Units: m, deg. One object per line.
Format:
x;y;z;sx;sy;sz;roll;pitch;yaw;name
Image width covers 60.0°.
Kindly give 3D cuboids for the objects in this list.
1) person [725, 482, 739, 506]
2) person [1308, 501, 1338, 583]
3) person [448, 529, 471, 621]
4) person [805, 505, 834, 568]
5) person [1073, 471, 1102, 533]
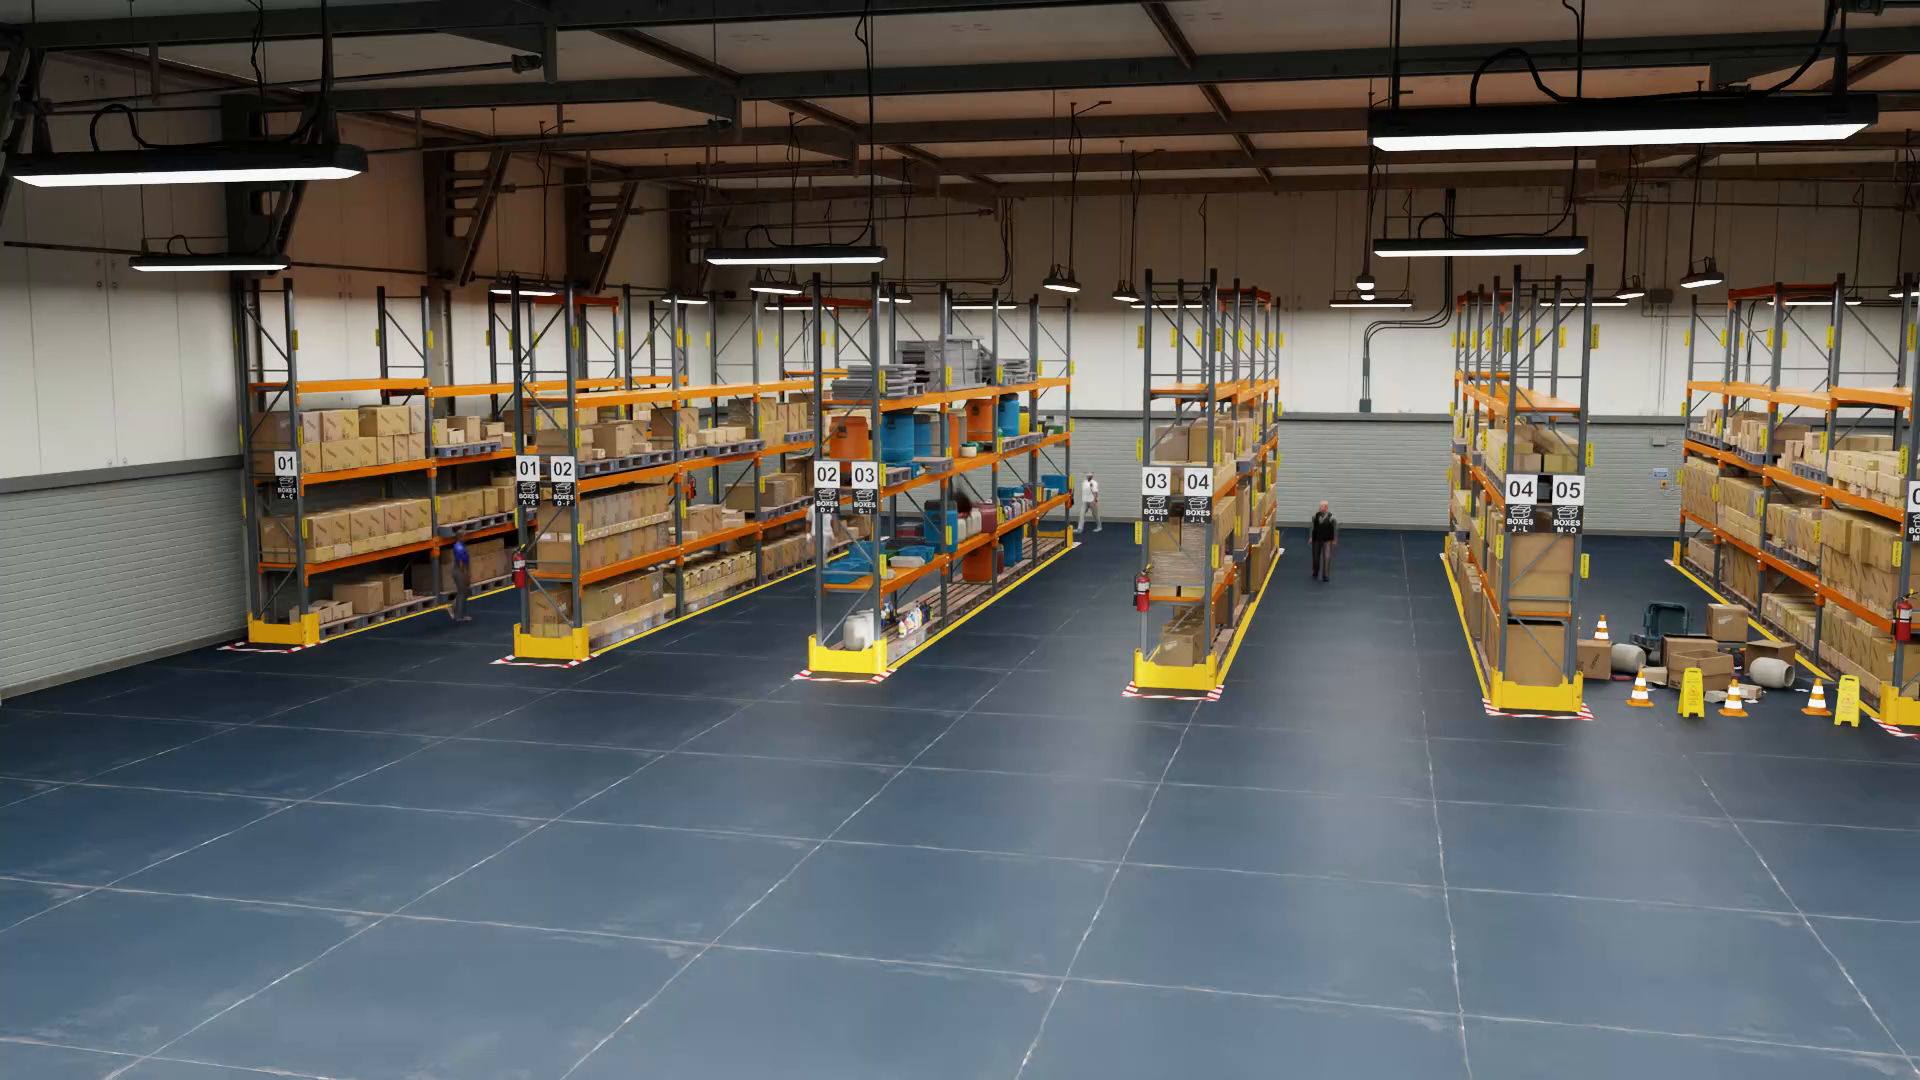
-5.120;-0.459;38.305;0.526;1.785;0.552;3;7;23;person
7.563;0.024;34.632;0.615;1.687;0.974;1;7;8;person
-8.874;0.630;29.616;0.410;1.646;0.454;-7;9;-43;person
-2.782;-0.086;32.691;0.495;1.734;1.034;2;7;13;person
3.336;-0.992;43.104;0.521;1.625;0.986;5;8;35;person
